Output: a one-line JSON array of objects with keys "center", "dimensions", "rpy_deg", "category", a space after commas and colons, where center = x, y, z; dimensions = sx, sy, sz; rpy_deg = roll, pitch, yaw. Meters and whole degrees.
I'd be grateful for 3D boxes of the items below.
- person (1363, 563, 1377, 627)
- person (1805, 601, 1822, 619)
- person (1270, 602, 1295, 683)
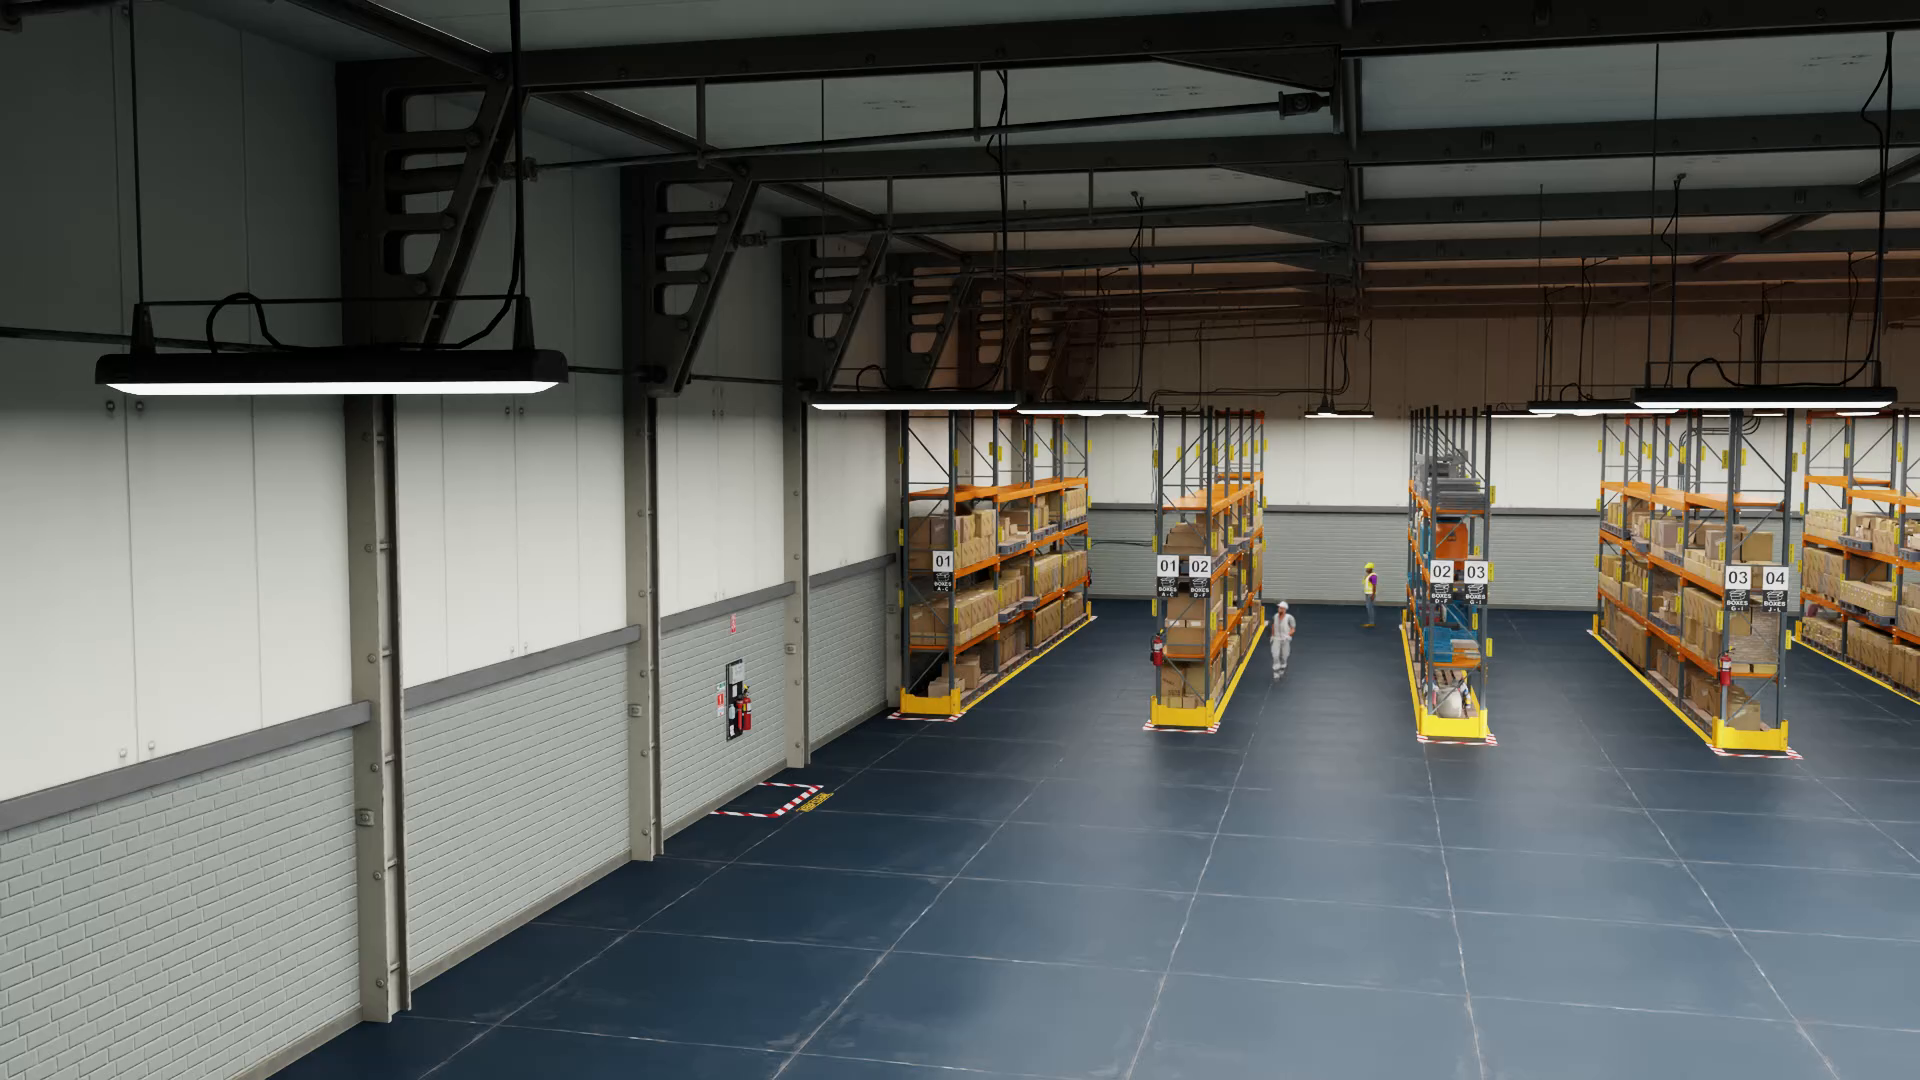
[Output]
[{"center": [11.360, 1.517, 46.198], "dimensions": [0.378, 1.766, 0.658], "rpy_deg": [0, 4, 0], "category": "person"}, {"center": [22.822, 1.715, 44.277], "dimensions": [0.727, 1.636, 0.447], "rpy_deg": [2, 4, 24], "category": "person"}, {"center": [7.107, 2.258, 36.640], "dimensions": [0.538, 1.812, 0.884], "rpy_deg": [1, 4, 12], "category": "person"}]
